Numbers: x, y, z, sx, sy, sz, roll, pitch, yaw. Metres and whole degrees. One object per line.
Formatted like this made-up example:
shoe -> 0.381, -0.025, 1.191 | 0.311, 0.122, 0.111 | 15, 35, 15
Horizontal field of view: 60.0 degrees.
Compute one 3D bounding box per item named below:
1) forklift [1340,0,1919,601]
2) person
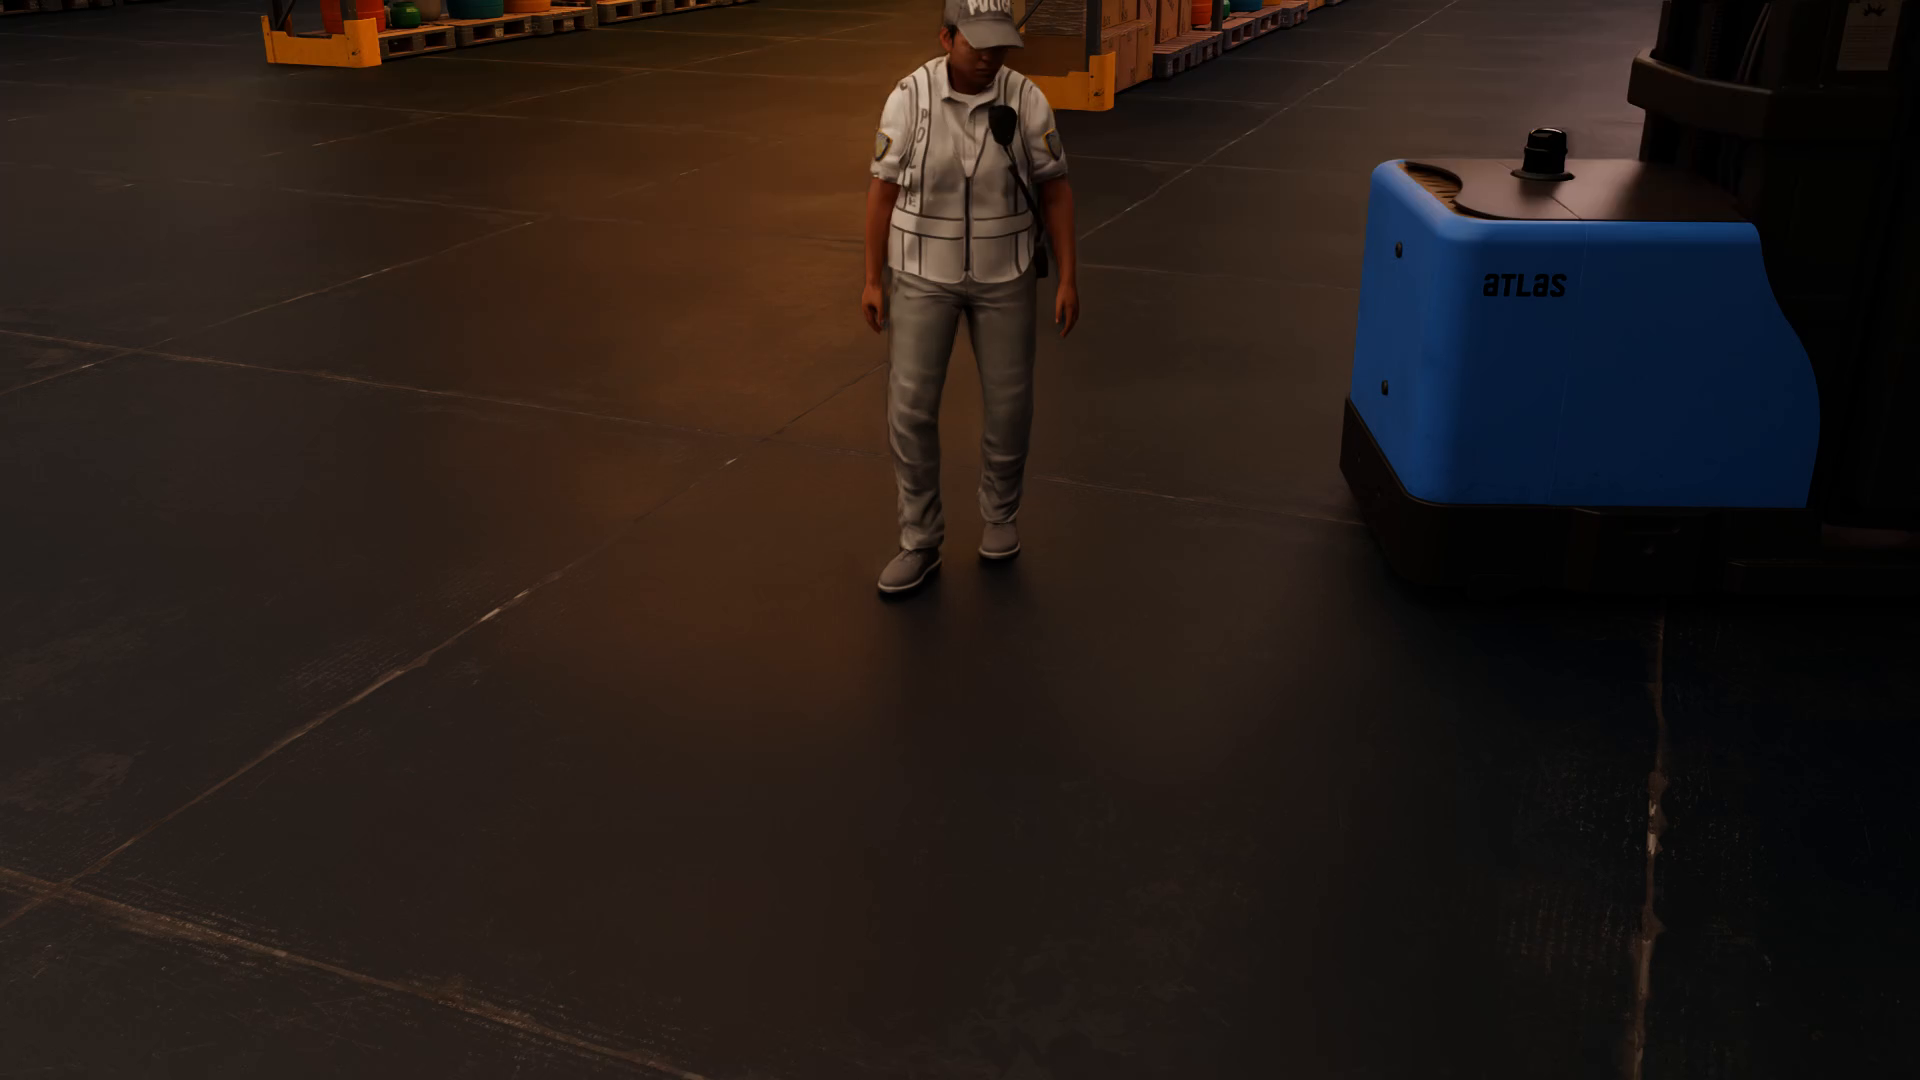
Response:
forklift -> 2.752, -1.343, 4.505 | 3.031, 2.935, 1.130 | 1, 23, 1
person -> 0.028, -0.696, 4.631 | 0.605, 1.645, 0.557 | -1, 23, -3
